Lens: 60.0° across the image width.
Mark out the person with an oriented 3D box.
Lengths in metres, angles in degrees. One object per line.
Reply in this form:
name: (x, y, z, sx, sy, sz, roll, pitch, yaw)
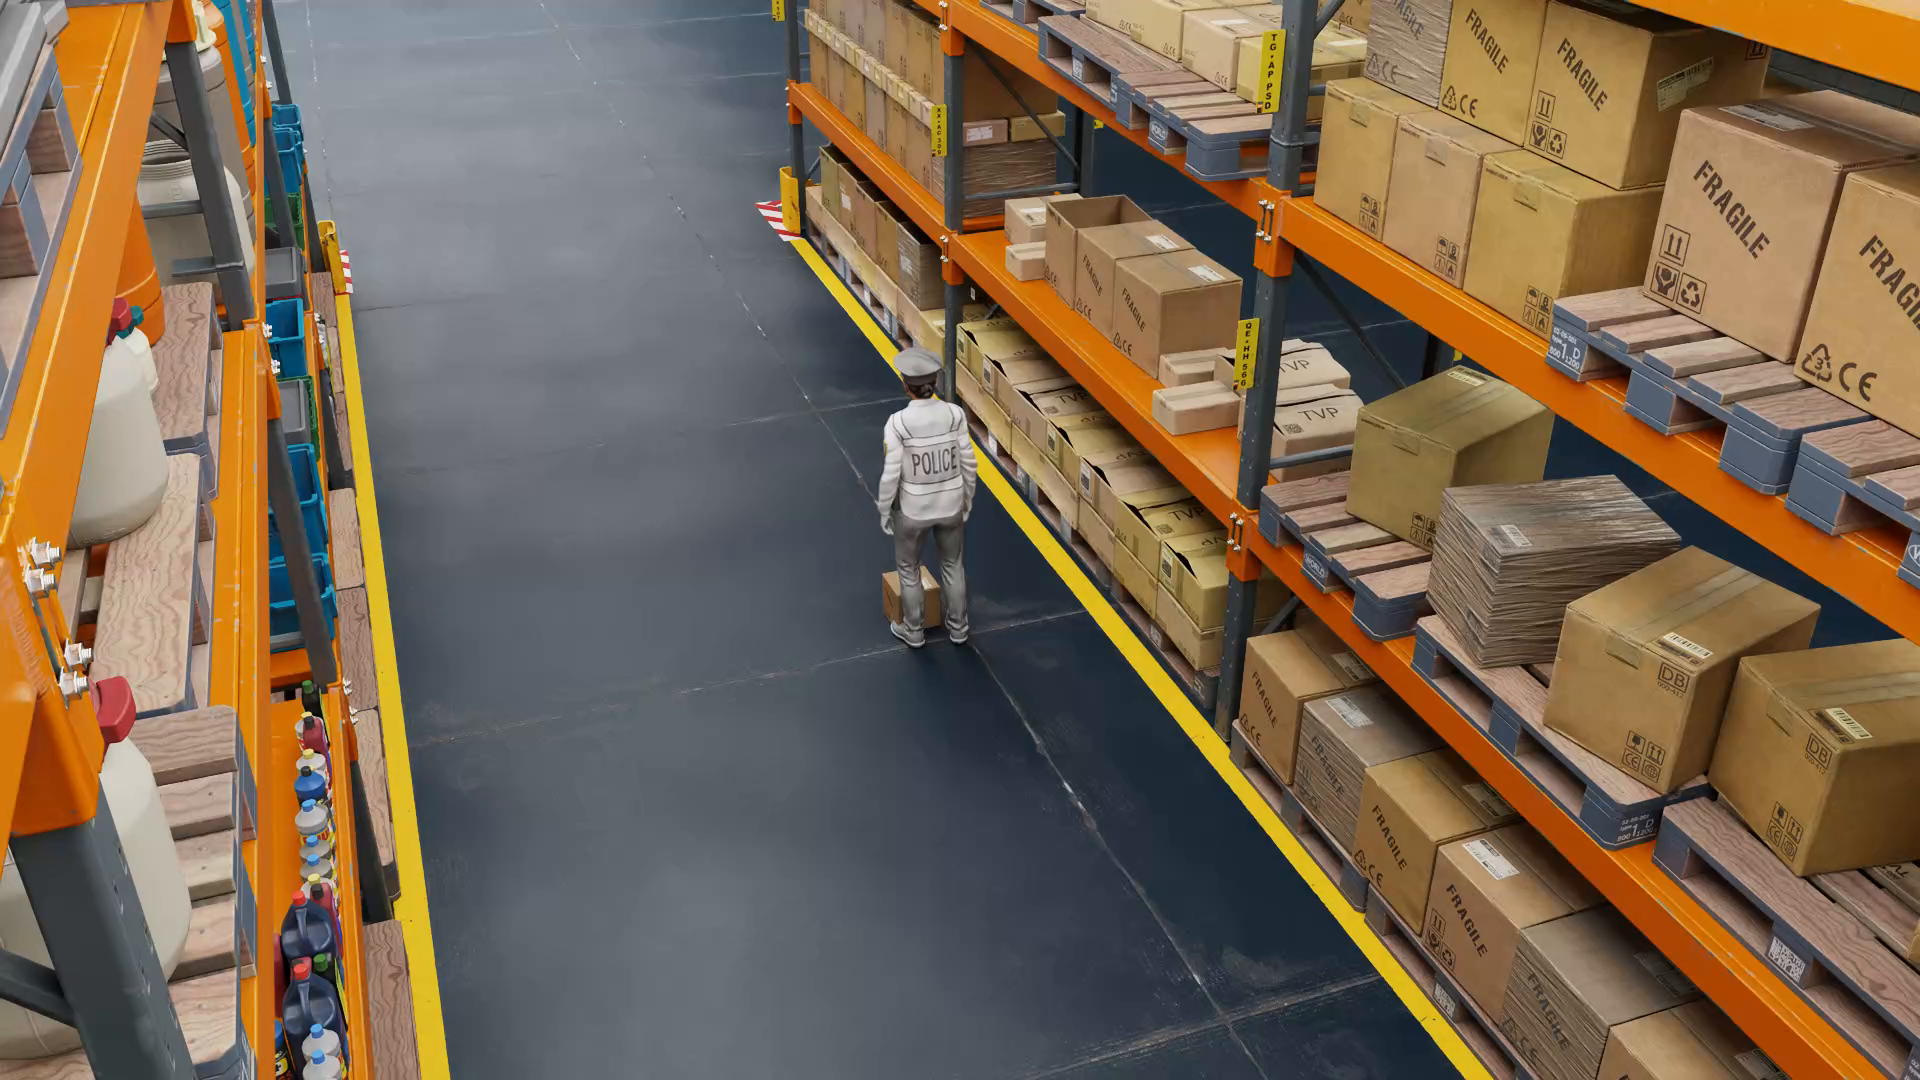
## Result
person: (-0.176, -0.180, 8.645, 0.527, 1.663, 0.409, -11, 32, -18)
